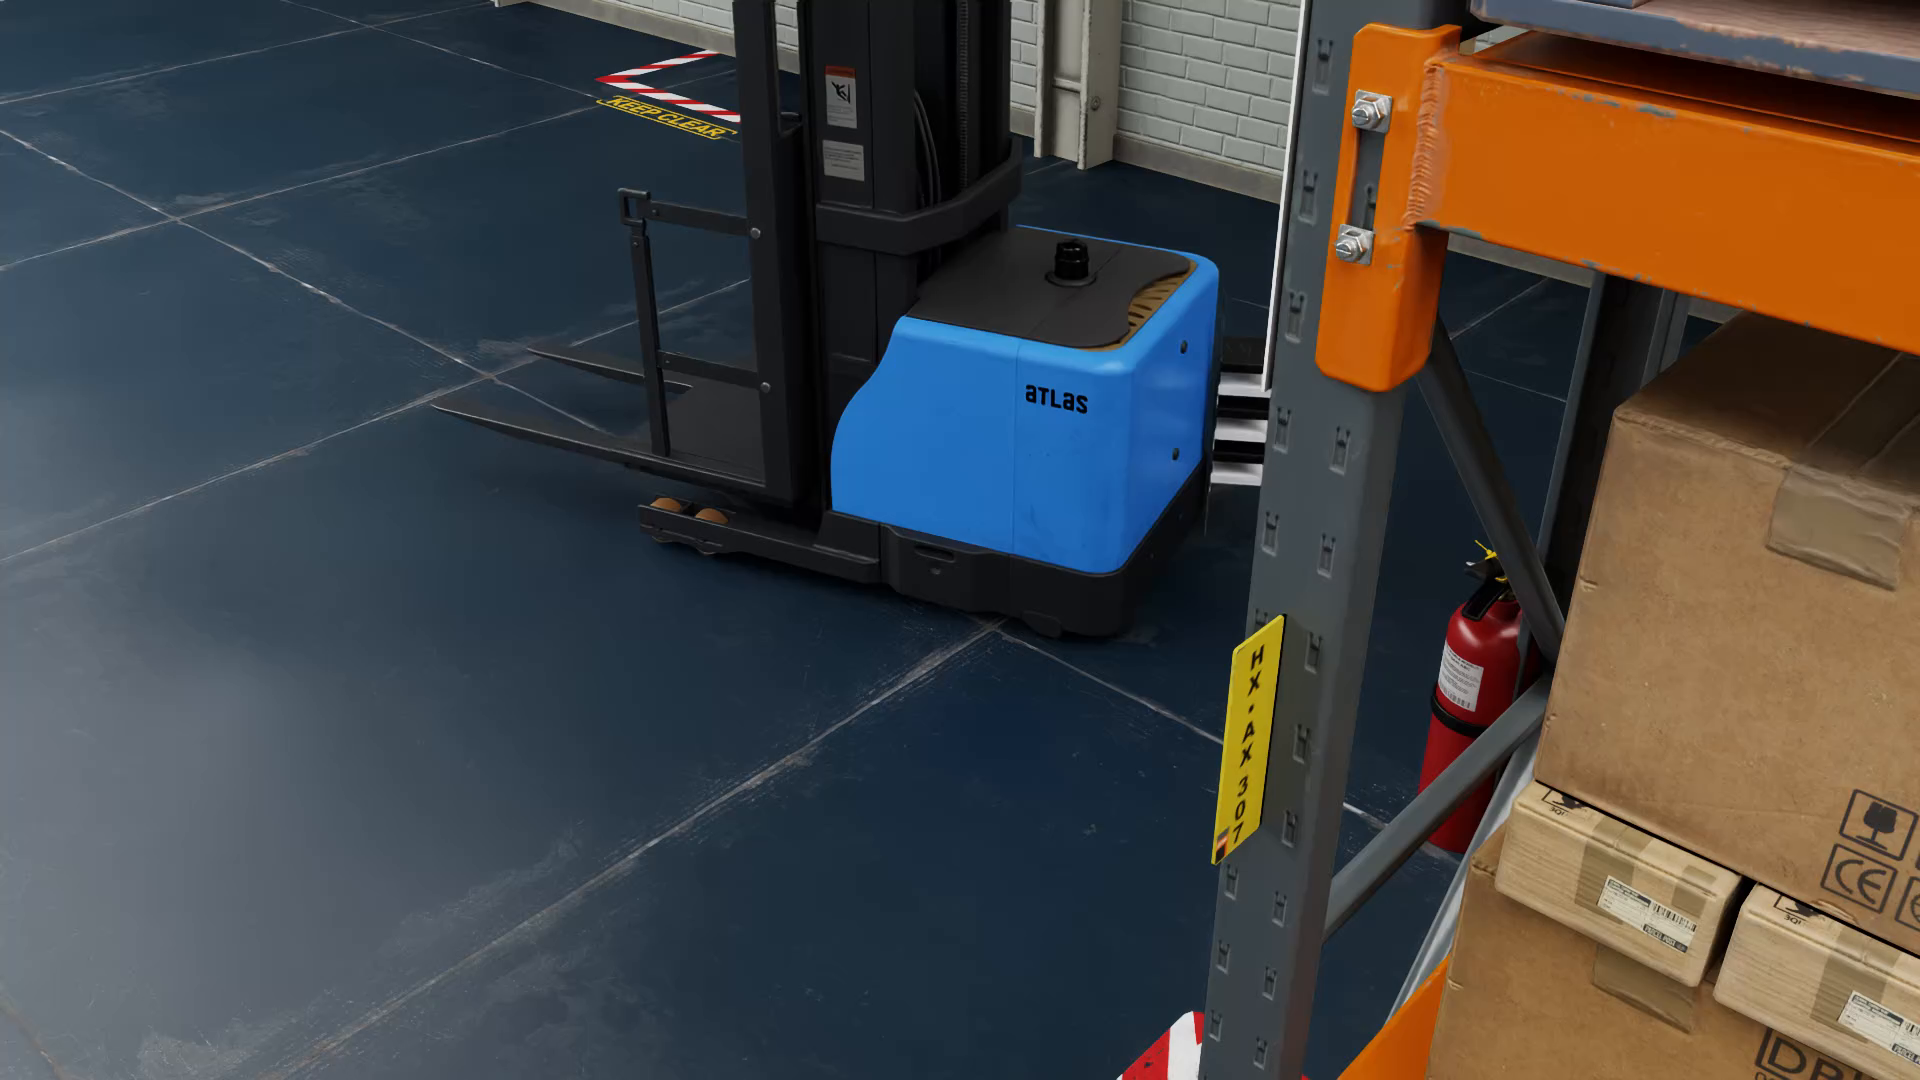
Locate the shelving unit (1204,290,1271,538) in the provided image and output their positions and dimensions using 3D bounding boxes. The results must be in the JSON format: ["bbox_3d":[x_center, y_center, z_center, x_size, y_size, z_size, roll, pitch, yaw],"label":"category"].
[{"bbox_3d":[1.039,-0.449,6.123,0.210,0.900,0.258,4,31,7],"label":"shelving unit"}]

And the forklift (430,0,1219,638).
[{"bbox_3d":[-0.636,-1.432,5.787,3.031,2.935,1.130,14,34,22],"label":"forklift"}]

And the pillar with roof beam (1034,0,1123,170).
[{"bbox_3d":[-2.192,-4.543,5.072,0.400,9.000,9.100,25,39,35],"label":"pillar with roof beam"}]

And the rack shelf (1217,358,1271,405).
[{"bbox_3d":[1.039,-0.574,6.047,0.200,0.077,0.258,4,31,7],"label":"rack shelf"}]

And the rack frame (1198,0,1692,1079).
[{"bbox_3d":[0.727,0.440,2.611,0.053,2.616,0.949,25,39,35],"label":"rack frame"}]

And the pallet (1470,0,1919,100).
[{"bbox_3d":[1.232,-0.551,1.435,1.213,0.211,1.003,25,39,35],"label":"pallet"}]

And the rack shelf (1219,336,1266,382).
[{"bbox_3d":[1.039,-0.651,6.001,0.200,0.077,0.258,4,31,7],"label":"rack shelf"}]

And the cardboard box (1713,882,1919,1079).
[{"bbox_3d":[1.069,0.429,1.903,0.250,0.149,0.380,24,38,34],"label":"cardboard box"}]

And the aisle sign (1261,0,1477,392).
[{"bbox_3d":[0.470,-0.578,1.781,0.004,0.787,0.394,25,39,35],"label":"aisle sign"}]

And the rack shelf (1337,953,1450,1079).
[{"bbox_3d":[2.208,1.442,1.644,4.000,0.370,1.077,25,39,35],"label":"rack shelf"}]

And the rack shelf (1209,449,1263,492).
[{"bbox_3d":[1.039,-0.266,6.233,0.200,0.077,0.258,4,31,7],"label":"rack shelf"}]

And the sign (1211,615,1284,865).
[{"bbox_3d":[0.348,0.247,2.016,0.005,0.325,0.100,25,39,35],"label":"sign"}]

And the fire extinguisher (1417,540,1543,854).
[{"bbox_3d":[0.949,0.256,2.992,0.183,0.674,0.296,25,39,35],"label":"fire extinguisher"}]

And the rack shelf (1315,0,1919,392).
[{"bbox_3d":[2.208,0.157,0.871,4.000,0.370,1.077,25,39,35],"label":"rack shelf"}]

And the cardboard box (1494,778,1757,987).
[{"bbox_3d":[0.871,0.339,2.053,0.250,0.149,0.380,25,39,35],"label":"cardboard box"}]

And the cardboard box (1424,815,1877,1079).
[{"bbox_3d":[1.062,0.565,2.306,0.500,0.500,0.700,25,39,35],"label":"cardboard box"}]

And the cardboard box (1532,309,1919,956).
[{"bbox_3d":[1.102,0.027,1.941,0.500,0.500,0.700,25,39,35],"label":"cardboard box"}]

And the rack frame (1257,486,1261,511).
[{"bbox_3d":[1.139,-0.441,6.110,0.006,0.900,0.240,4,31,7],"label":"rack frame"}]

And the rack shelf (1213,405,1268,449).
[{"bbox_3d":[1.039,-0.420,6.140,0.200,0.077,0.258,4,31,7],"label":"rack shelf"}]

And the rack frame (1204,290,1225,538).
[{"bbox_3d":[0.938,-0.456,6.135,0.006,0.900,0.240,4,31,7],"label":"rack frame"}]

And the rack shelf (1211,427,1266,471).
[{"bbox_3d":[1.039,-0.343,6.186,0.200,0.077,0.258,4,31,7],"label":"rack shelf"}]

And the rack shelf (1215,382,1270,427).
[{"bbox_3d":[1.039,-0.497,6.093,0.200,0.077,0.258,4,31,7],"label":"rack shelf"}]
